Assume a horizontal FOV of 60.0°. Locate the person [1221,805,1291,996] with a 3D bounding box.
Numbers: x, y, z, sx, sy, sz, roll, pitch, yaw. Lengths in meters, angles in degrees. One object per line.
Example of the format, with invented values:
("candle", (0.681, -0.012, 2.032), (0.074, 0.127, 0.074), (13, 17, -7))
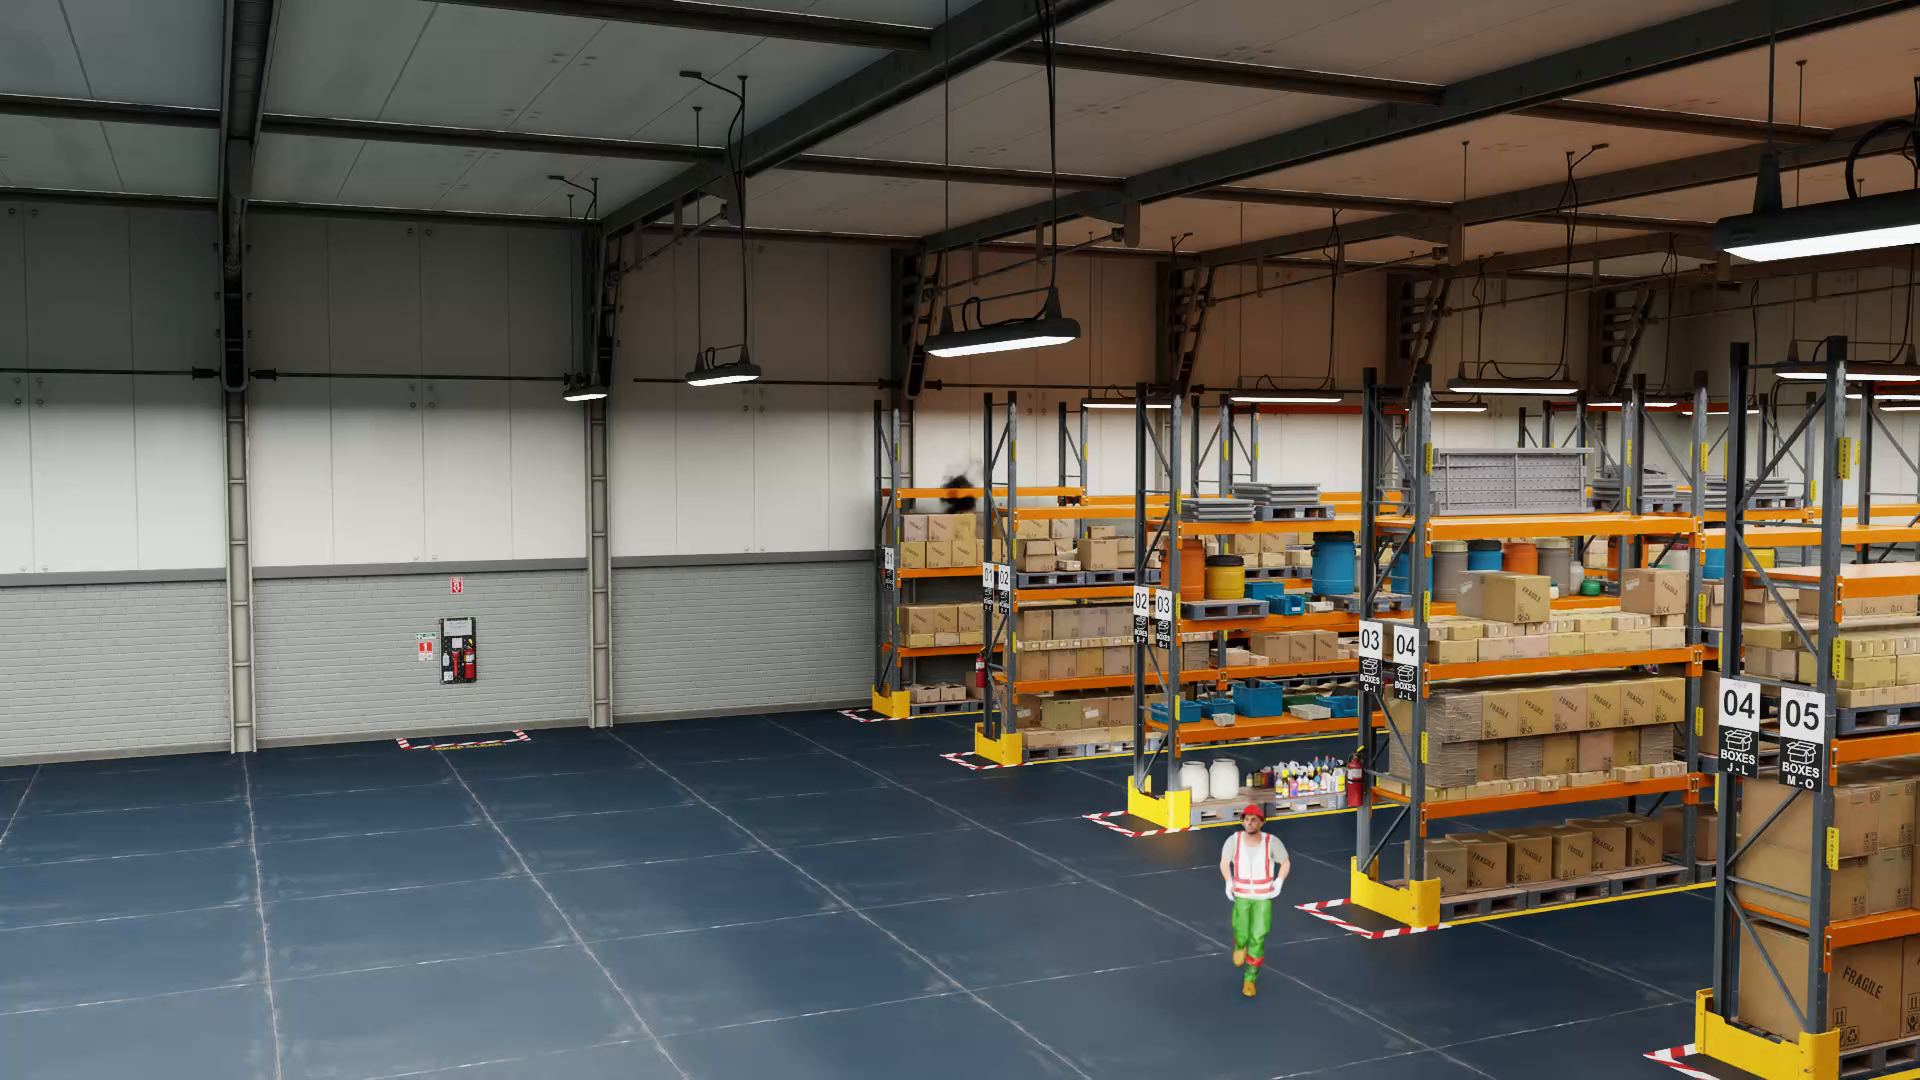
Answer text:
("person", (2.804, 3.375, 15.811), (0.657, 1.764, 0.700), (1, 3, 14))
